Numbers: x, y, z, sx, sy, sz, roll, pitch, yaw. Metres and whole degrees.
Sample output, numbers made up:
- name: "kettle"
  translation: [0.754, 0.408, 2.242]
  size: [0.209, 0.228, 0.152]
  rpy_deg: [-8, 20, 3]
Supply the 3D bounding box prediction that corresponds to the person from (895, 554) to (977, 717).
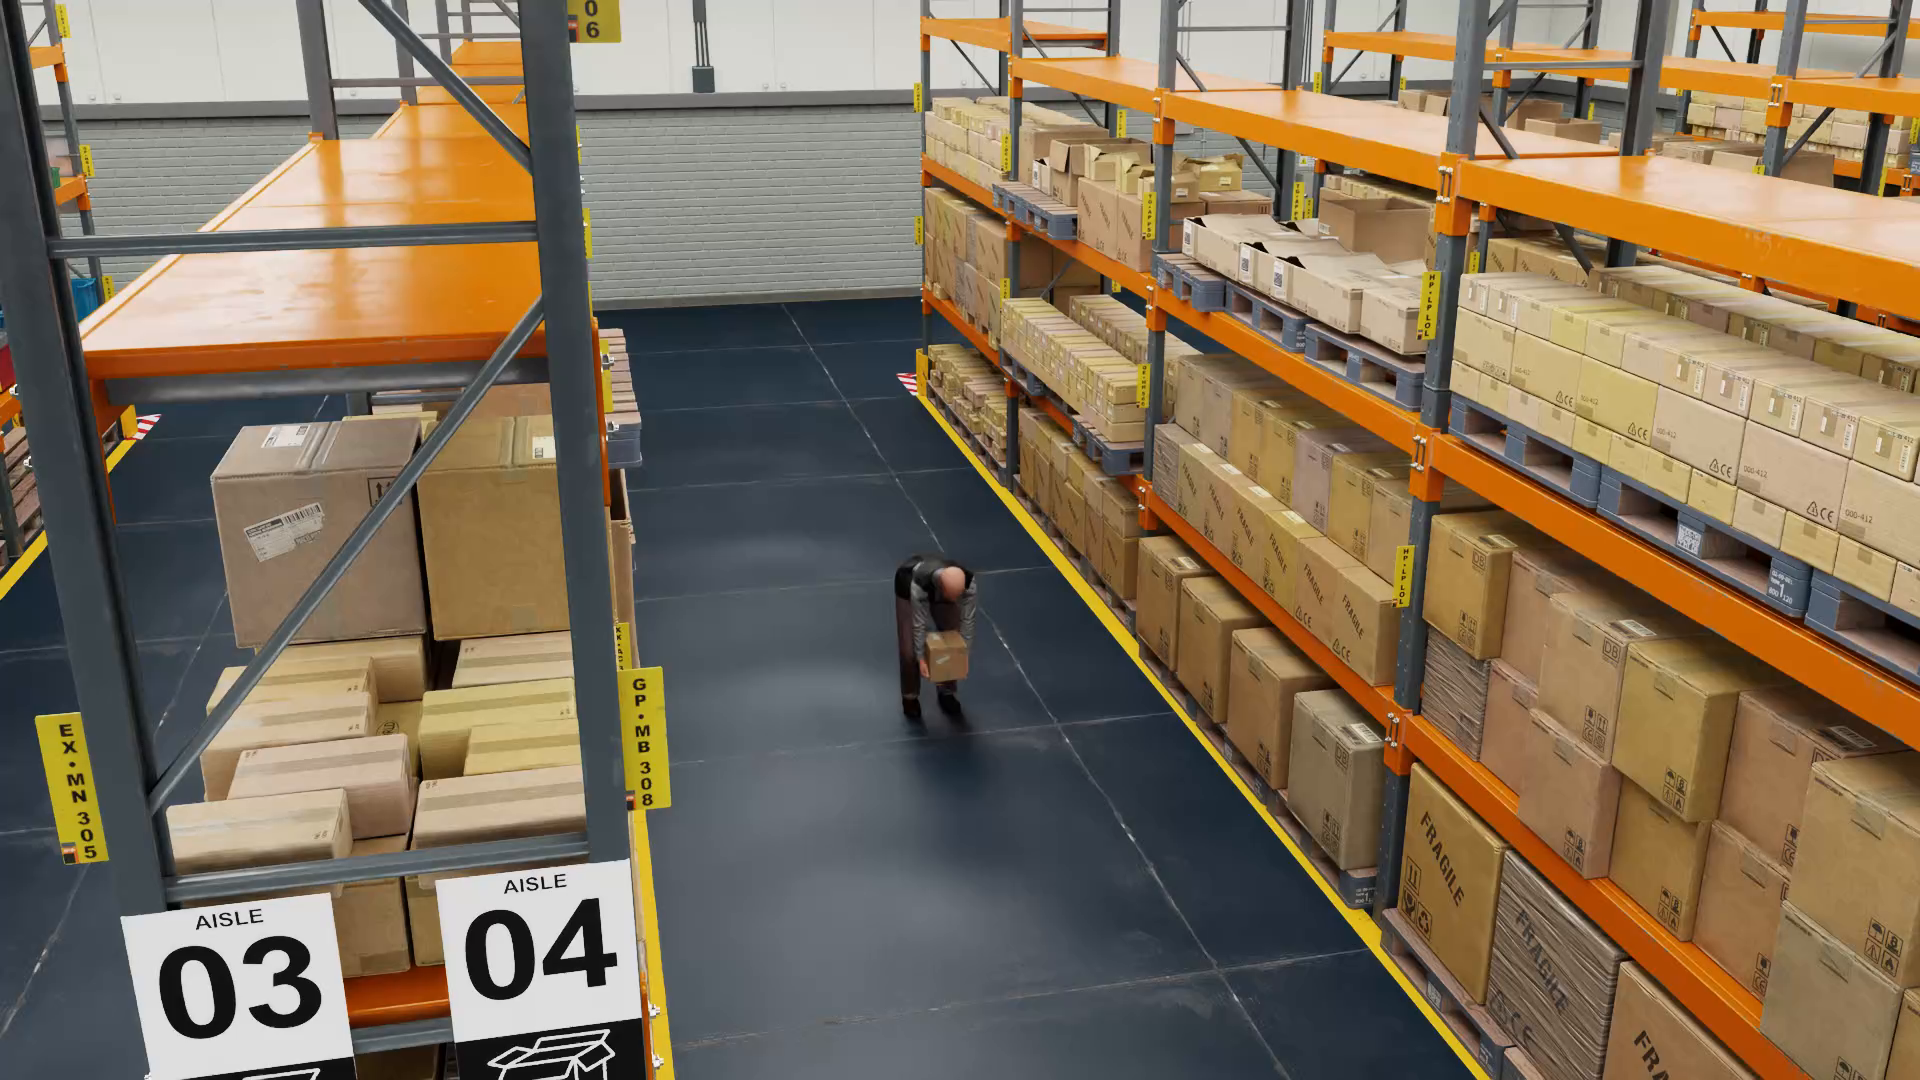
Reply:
- name: "person"
  translation: [-0.153, 0.650, 11.300]
  size: [0.480, 1.245, 0.918]
  rpy_deg: [-5, 20, -14]
